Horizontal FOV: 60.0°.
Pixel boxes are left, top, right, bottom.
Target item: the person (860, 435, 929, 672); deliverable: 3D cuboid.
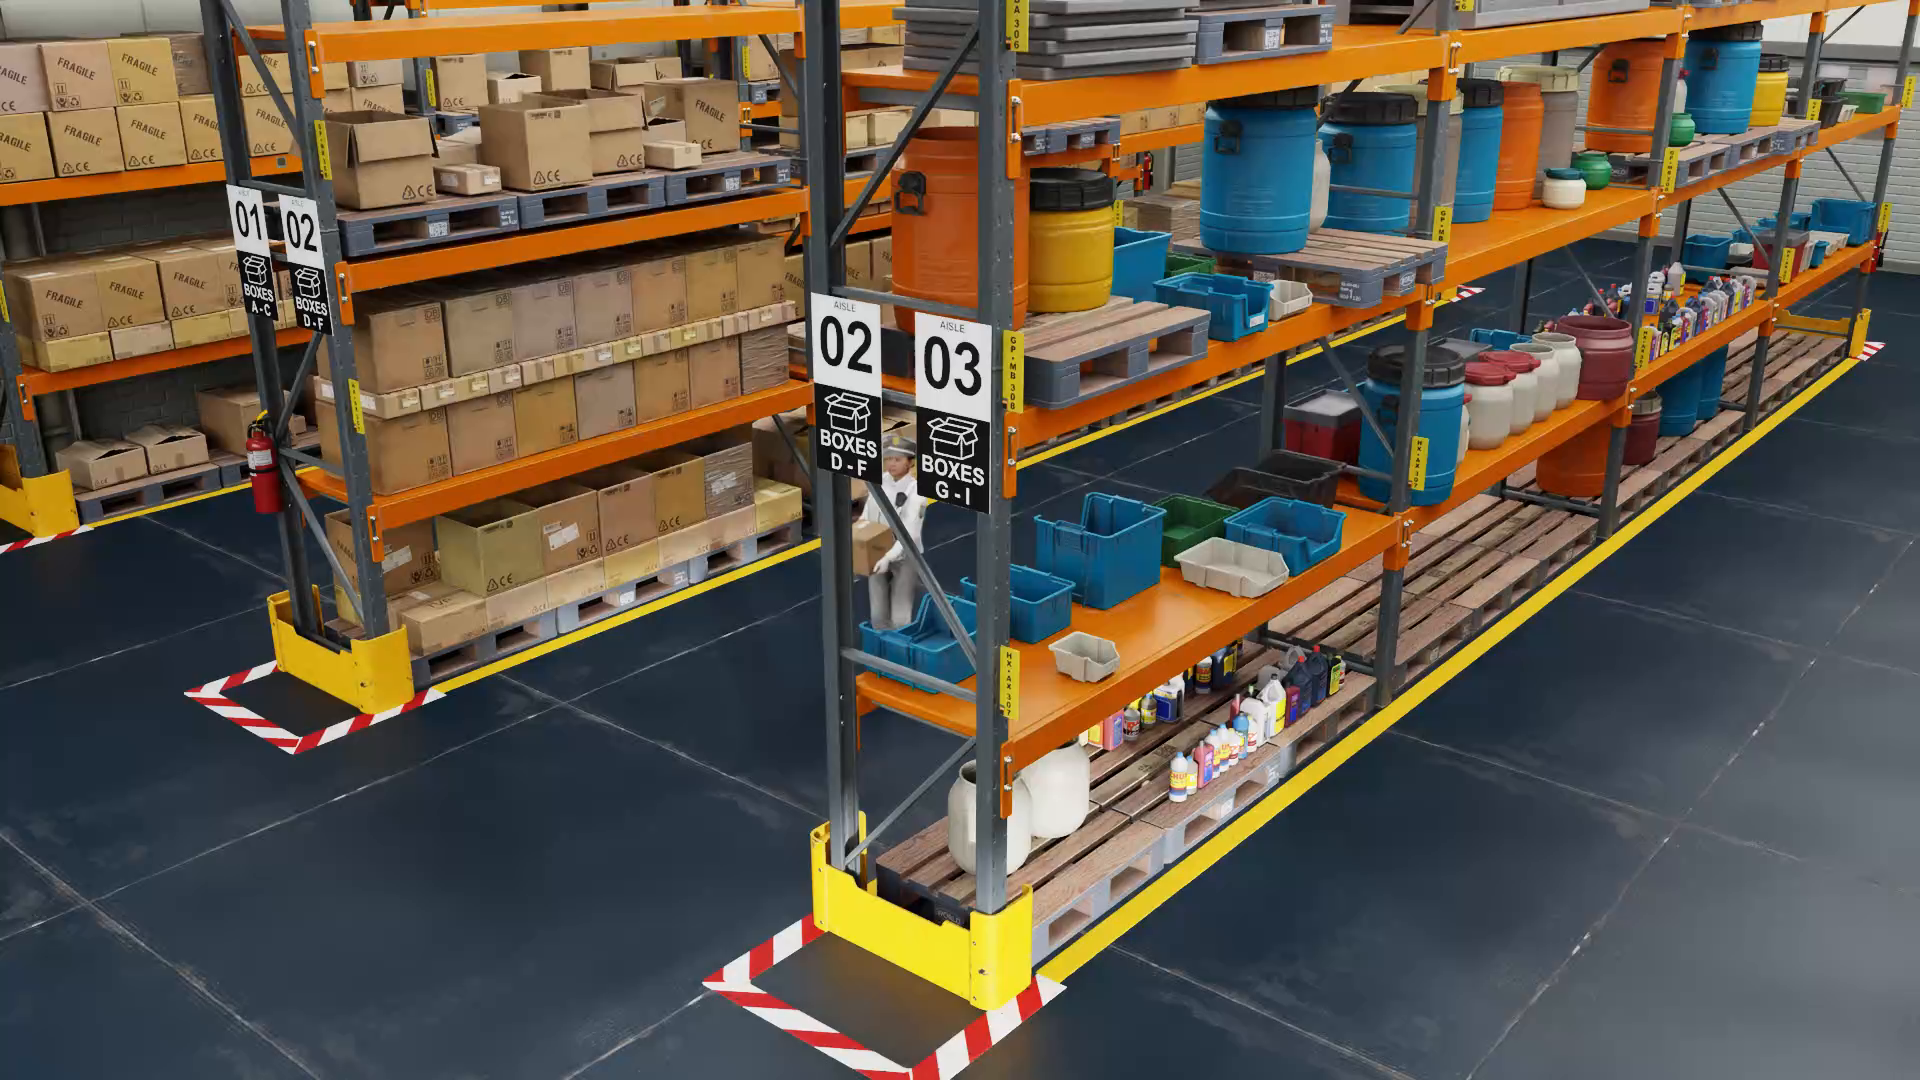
[{"bbox_3d":[-0.458,0.149,10.635,0.461,1.687,0.555,16,26,36],"label":"person"}]
